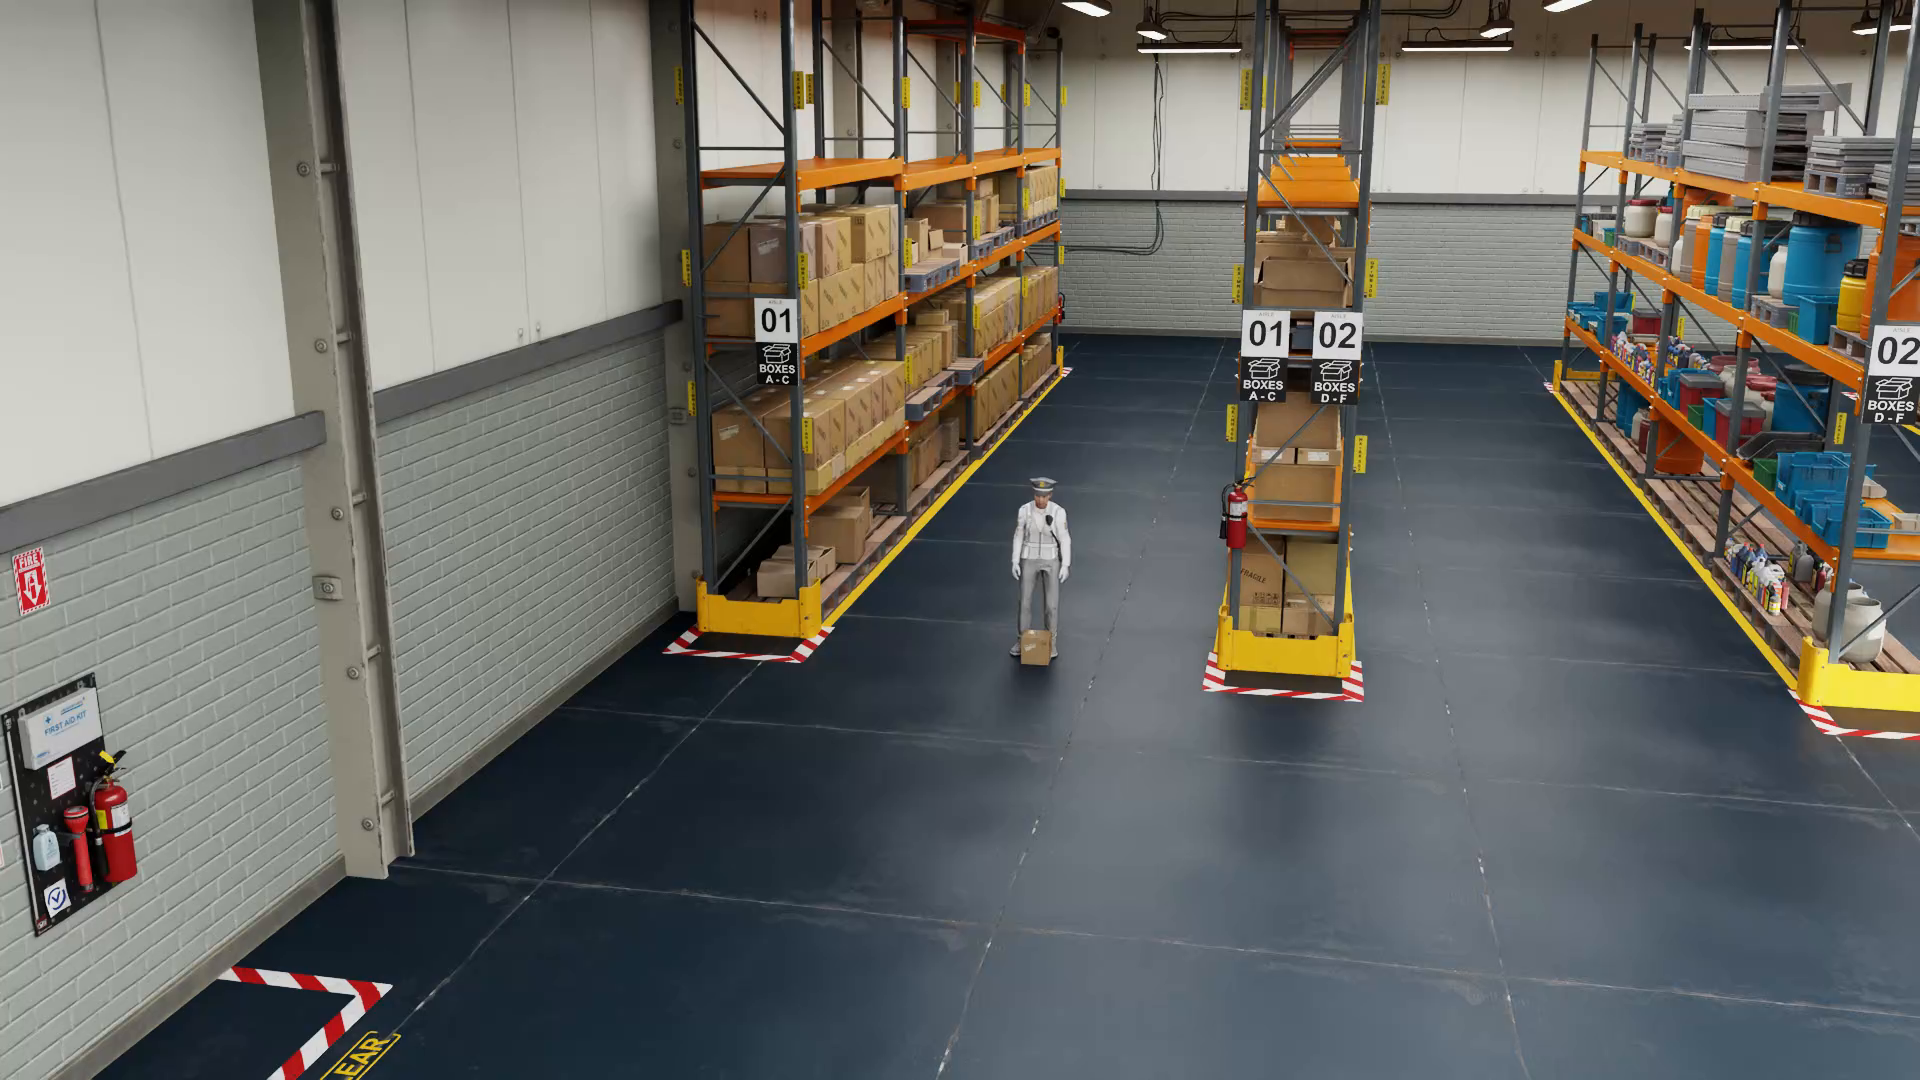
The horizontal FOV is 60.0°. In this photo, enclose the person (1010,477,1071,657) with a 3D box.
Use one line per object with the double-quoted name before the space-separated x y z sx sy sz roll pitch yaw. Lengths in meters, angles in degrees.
"person" 0.734 0.232 15.127 0.535 1.663 0.379 3 15 10
